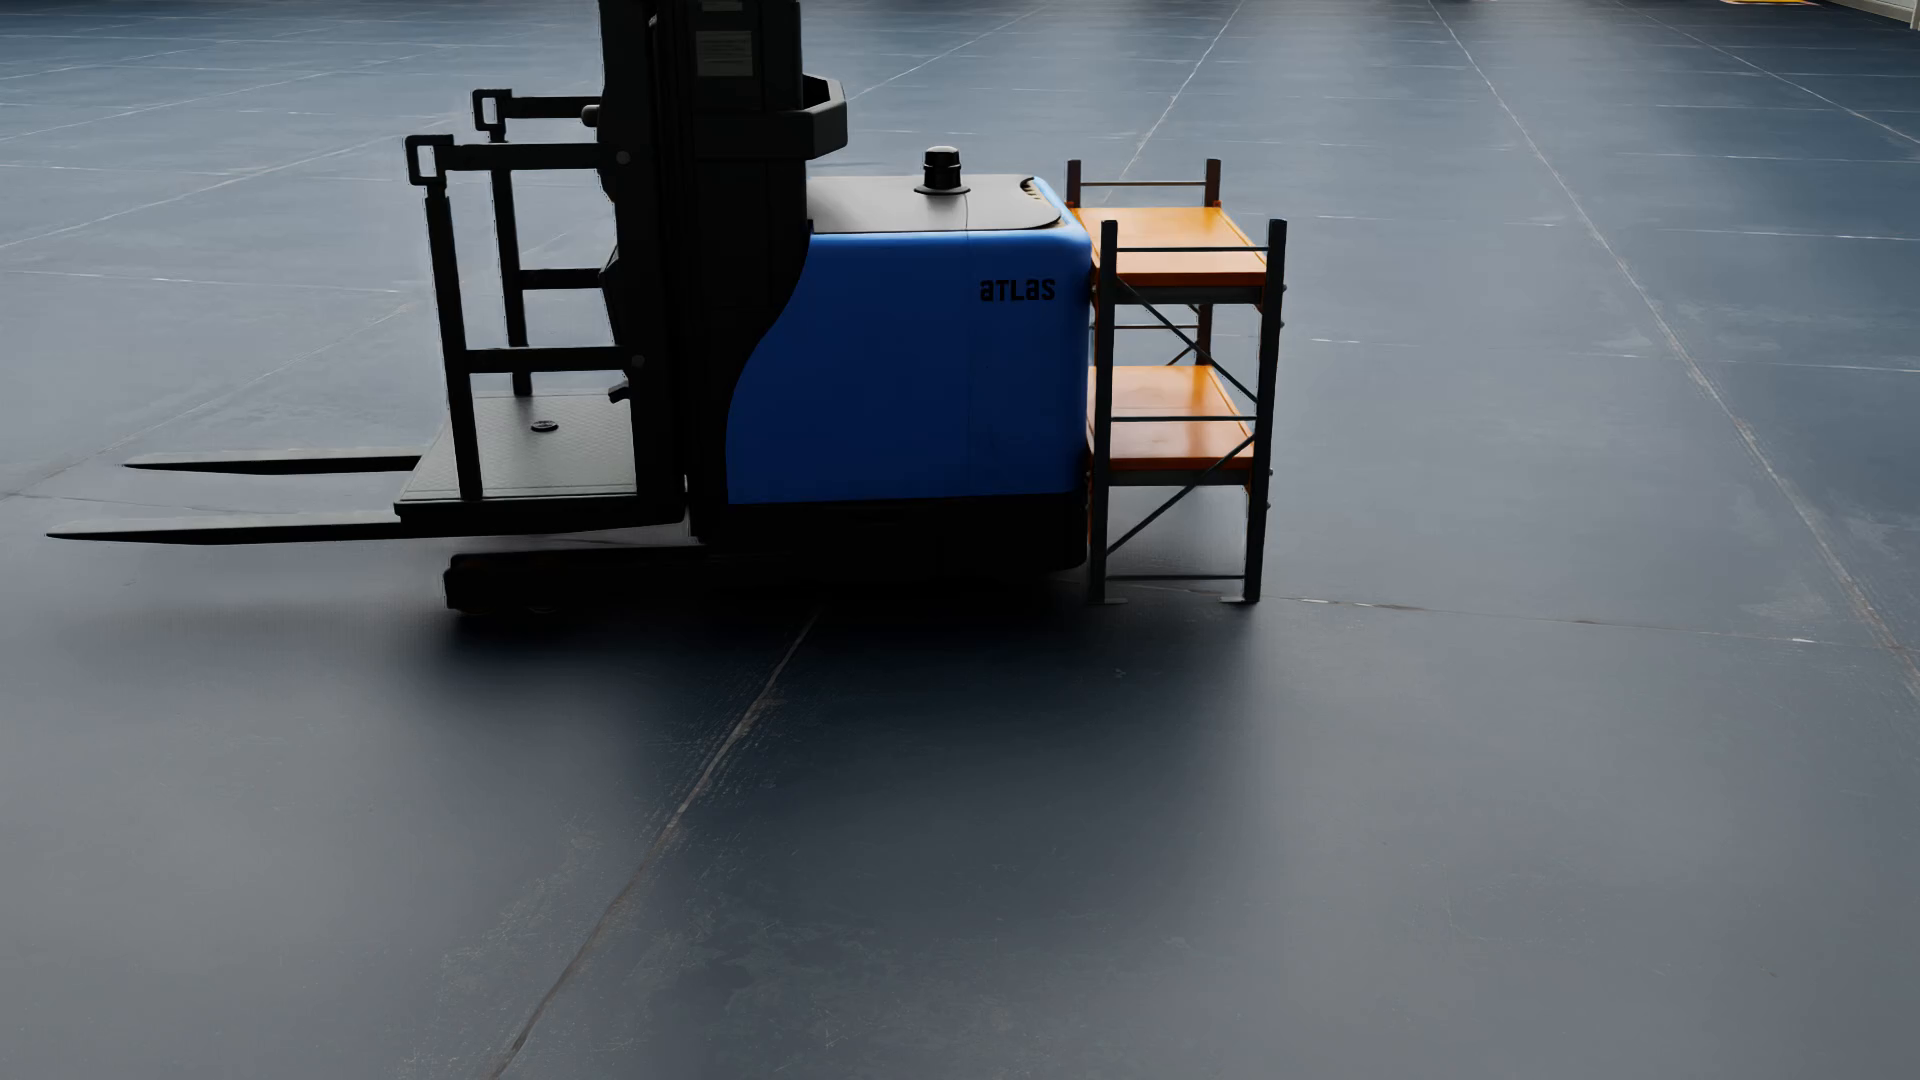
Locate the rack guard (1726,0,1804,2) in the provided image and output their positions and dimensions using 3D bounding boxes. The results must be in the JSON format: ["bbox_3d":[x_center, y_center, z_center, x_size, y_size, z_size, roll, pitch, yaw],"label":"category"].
[{"bbox_3d":[13.266,-9.130,27.355,1.175,0.500,0.348,4,22,11],"label":"rack guard"}]

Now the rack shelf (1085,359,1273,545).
[{"bbox_3d":[0.616,-0.303,5.254,0.538,0.278,1.000,-1,22,-2],"label":"rack shelf"}]

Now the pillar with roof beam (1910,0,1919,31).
[{"bbox_3d":[8.856,-11.401,21.617,9.100,9.000,0.400,4,22,11],"label":"pillar with roof beam"}]

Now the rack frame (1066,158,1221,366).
[{"bbox_3d":[0.601,-0.719,5.634,0.500,1.125,0.032,-1,22,-2],"label":"rack frame"}]

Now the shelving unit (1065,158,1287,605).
[{"bbox_3d":[0.616,-0.530,5.163,0.538,1.125,1.048,-1,22,-2],"label":"shelving unit"}]

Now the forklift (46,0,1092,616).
[{"bbox_3d":[-1.165,-1.346,4.773,3.031,2.935,1.130,-2,22,-5],"label":"forklift"}]

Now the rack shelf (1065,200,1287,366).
[{"bbox_3d":[0.616,-0.801,5.054,0.538,0.278,1.000,-1,22,-2],"label":"rack shelf"}]

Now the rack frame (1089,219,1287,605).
[{"bbox_3d":[0.631,-0.340,4.692,0.500,1.125,0.032,-1,22,-2],"label":"rack frame"}]
